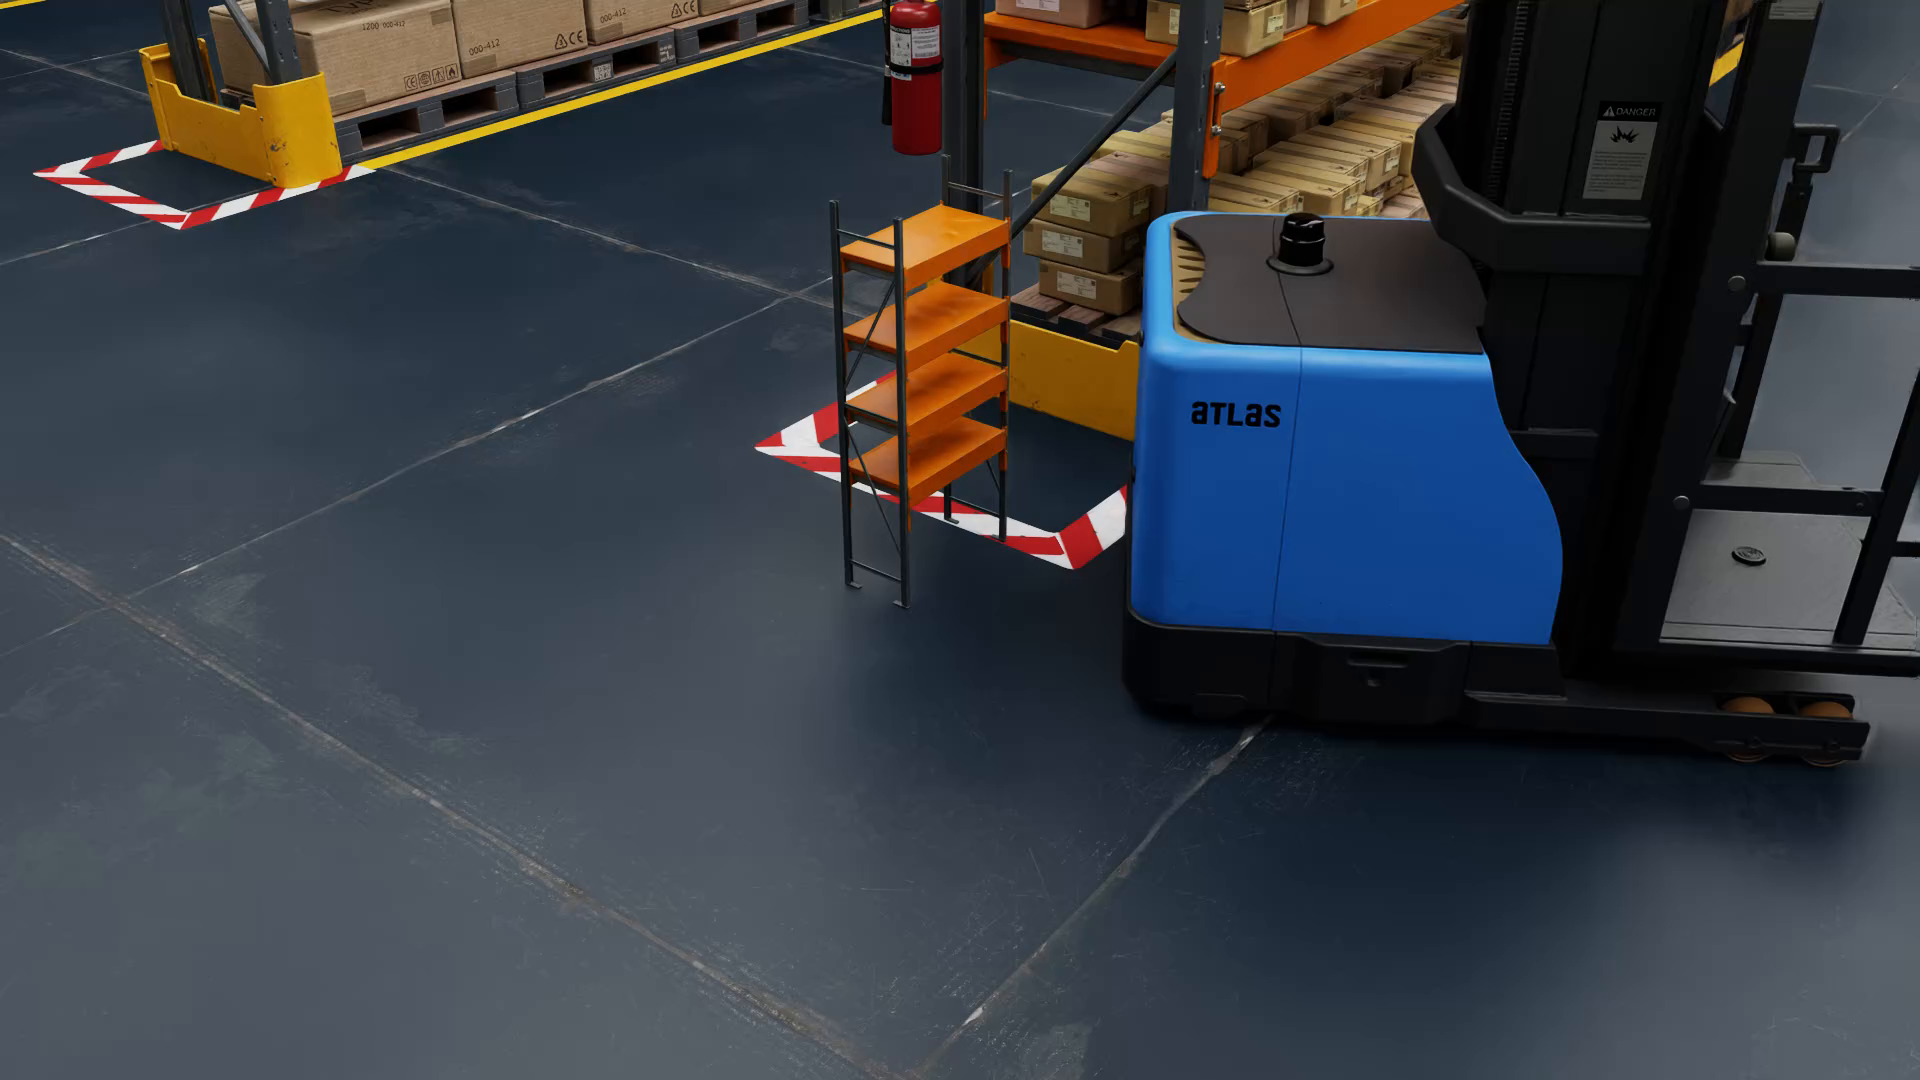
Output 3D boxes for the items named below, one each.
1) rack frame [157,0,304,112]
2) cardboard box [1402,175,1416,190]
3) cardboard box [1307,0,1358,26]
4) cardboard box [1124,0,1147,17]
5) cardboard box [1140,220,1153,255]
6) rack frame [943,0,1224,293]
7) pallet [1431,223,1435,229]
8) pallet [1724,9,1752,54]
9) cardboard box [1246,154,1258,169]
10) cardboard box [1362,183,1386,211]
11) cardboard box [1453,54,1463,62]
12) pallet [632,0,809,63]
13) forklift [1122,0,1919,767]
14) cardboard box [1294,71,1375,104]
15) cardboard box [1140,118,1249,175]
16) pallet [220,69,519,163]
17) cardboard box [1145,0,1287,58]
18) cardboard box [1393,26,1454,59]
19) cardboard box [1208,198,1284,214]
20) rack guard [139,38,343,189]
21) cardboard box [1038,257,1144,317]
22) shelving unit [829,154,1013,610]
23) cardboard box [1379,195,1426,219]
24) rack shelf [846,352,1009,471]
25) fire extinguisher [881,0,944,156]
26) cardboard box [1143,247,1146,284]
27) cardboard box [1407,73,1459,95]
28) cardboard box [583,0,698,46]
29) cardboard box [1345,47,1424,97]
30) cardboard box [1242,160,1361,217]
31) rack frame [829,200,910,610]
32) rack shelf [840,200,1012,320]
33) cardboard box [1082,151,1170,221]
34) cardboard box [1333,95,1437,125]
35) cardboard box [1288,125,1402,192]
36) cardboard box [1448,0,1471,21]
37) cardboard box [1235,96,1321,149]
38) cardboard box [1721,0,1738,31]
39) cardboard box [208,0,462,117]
[{"bbox_3d":[-3.632,-3.258,7.806,1.000,3.000,0.127,21,37,31],"label":"rack frame"},{"bbox_3d":[1.811,-1.650,7.185,0.380,0.149,0.250,23,38,33],"label":"cardboard box"},{"bbox_3d":[1.158,-1.908,5.773,0.380,0.149,0.250,20,36,30],"label":"cardboard box"},{"bbox_3d":[0.527,-1.977,5.890,0.380,0.149,0.250,21,37,31],"label":"cardboard box"},{"bbox_3d":[0.667,-1.250,6.510,0.380,0.149,0.250,20,36,30],"label":"cardboard box"},{"bbox_3d":[0.375,-1.776,5.304,1.000,3.000,0.127,21,37,31],"label":"rack frame"},{"bbox_3d":[1.677,-1.420,7.439,1.003,0.211,1.213,21,37,31],"label":"pallet"},{"bbox_3d":[4.731,-3.511,10.967,1.003,0.211,1.213,21,37,31],"label":"pallet"},{"bbox_3d":[1.081,-1.587,7.078,0.380,0.149,0.250,22,37,32],"label":"cardboard box"},{"bbox_3d":[1.509,-1.421,6.798,0.380,0.149,0.250,19,36,29],"label":"cardboard box"},{"bbox_3d":[2.515,-2.168,7.767,0.380,0.149,0.250,21,36,31],"label":"cardboard box"},{"bbox_3d":[-1.739,-3.399,10.779,1.003,0.211,1.213,21,37,31],"label":"pallet"},{"bbox_3d":[1.984,-0.965,4.003,3.031,2.935,1.130,3,31,5],"label":"forklift"},{"bbox_3d":[1.633,-1.996,7.478,0.380,0.149,0.250,19,36,29],"label":"cardboard box"},{"bbox_3d":[0.952,-1.594,6.798,0.380,0.149,0.250,20,36,29],"label":"cardboard box"},{"bbox_3d":[-3.212,-2.408,9.106,1.003,0.211,1.213,21,37,31],"label":"pallet"},{"bbox_3d":[0.832,-1.699,5.420,0.380,0.149,0.250,21,36,31],"label":"cardboard box"},{"bbox_3d":[2.203,-2.442,8.229,0.380,0.149,0.250,23,38,34],"label":"cardboard box"},{"bbox_3d":[0.962,-1.094,5.955,0.380,0.149,0.250,19,36,29],"label":"cardboard box"},{"bbox_3d":[-3.647,-2.173,8.427,1.175,0.500,0.348,21,37,31],"label":"rack guard"},{"bbox_3d":[0.527,-1.008,6.394,0.380,0.149,0.250,22,37,32],"label":"cardboard box"},{"bbox_3d":[-0.100,-0.449,4.830,0.258,1.200,0.503,21,37,31],"label":"shelving unit"},{"bbox_3d":[1.723,-1.357,6.982,0.380,0.149,0.250,19,36,29],"label":"cardboard box"},{"bbox_3d":[-0.100,-0.391,4.865,0.258,0.148,0.480,21,37,31],"label":"rack shelf"},{"bbox_3d":[-0.145,-1.622,5.486,0.296,0.674,0.183,21,37,31],"label":"fire extinguisher"},{"bbox_3d":[0.896,-0.992,6.074,0.380,0.149,0.250,23,38,33],"label":"cardboard box"},{"bbox_3d":[2.207,-1.948,7.395,0.380,0.149,0.250,19,36,29],"label":"cardboard box"},{"bbox_3d":[-2.222,-3.376,10.106,0.875,0.438,0.875,20,36,30],"label":"cardboard box"},{"bbox_3d":[1.950,-2.211,7.839,0.380,0.149,0.250,20,36,30],"label":"cardboard box"},{"bbox_3d":[1.287,-1.307,6.313,0.380,0.149,0.250,21,37,31],"label":"cardboard box"},{"bbox_3d":[-0.247,-0.350,4.663,0.240,1.200,0.015,21,37,31],"label":"rack frame"},{"bbox_3d":[-0.100,-0.787,4.630,0.258,0.148,0.480,21,37,31],"label":"rack shelf"},{"bbox_3d":[0.690,-1.364,6.410,0.380,0.149,0.250,22,37,32],"label":"cardboard box"},{"bbox_3d":[1.816,-1.767,7.090,0.380,0.149,0.250,21,37,31],"label":"cardboard box"},{"bbox_3d":[1.546,-1.543,6.712,0.380,0.149,0.250,23,37,33],"label":"cardboard box"},{"bbox_3d":[3.036,-2.885,9.217,0.500,0.500,0.500,20,36,30],"label":"cardboard box"},{"bbox_3d":[1.317,-1.793,7.134,0.380,0.149,0.250,20,36,30],"label":"cardboard box"},{"bbox_3d":[4.393,-3.355,10.009,0.500,0.500,0.500,19,36,29],"label":"cardboard box"},{"bbox_3d":[-3.314,-2.636,8.856,0.875,0.438,0.875,20,36,30],"label":"cardboard box"}]
